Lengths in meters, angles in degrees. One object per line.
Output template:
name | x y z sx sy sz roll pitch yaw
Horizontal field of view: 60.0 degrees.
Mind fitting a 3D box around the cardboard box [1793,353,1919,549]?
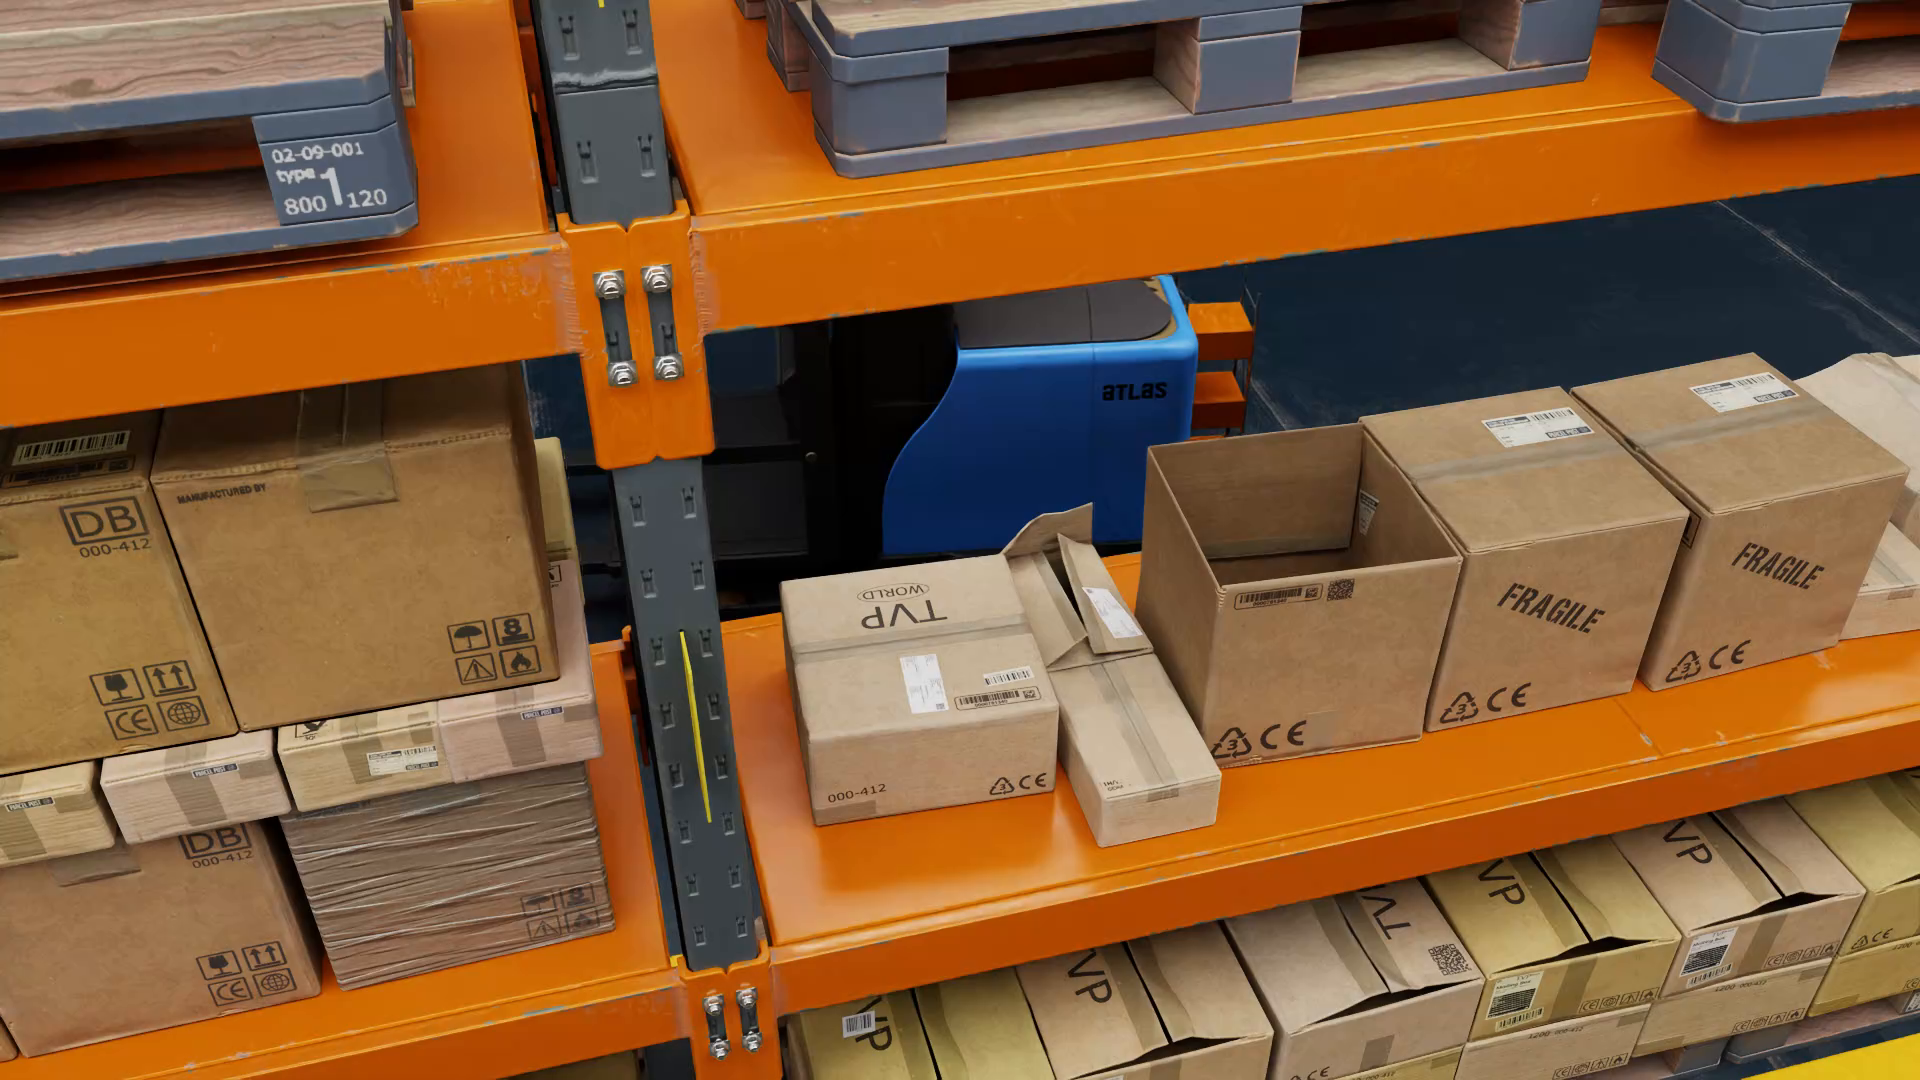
cardboard box | 2.386 -0.222 4.145 0.500 0.311 0.500 -10 38 -12

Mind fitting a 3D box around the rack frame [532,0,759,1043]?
rack frame | -0.561 0.348 3.327 0.127 3.000 1.000 -9 38 -12

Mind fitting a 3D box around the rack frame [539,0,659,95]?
rack frame | -0.561 -2.035 1.504 0.127 3.000 1.000 -9 38 -12

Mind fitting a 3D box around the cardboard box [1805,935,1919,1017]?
cardboard box | 2.359 0.950 4.457 0.500 0.250 0.500 -10 38 -12

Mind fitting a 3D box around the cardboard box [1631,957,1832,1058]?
cardboard box | 1.873 1.027 4.355 0.500 0.250 0.500 -8 38 -11

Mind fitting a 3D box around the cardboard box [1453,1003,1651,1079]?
cardboard box | 1.377 1.111 4.247 0.500 0.250 0.500 -9 38 -11

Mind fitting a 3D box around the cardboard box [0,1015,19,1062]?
cardboard box | -1.981 0.547 2.984 0.500 0.500 0.700 -9 38 -11

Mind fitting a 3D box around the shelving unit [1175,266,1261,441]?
shelving unit | 0.880 -0.465 5.994 0.252 1.050 0.215 -3 38 -4

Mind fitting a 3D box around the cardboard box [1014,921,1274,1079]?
cardboard box | 0.387 1.055 3.858 0.500 0.311 0.500 -10 38 -12

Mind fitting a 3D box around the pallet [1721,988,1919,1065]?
pallet | 2.496 0.929 4.862 1.213 0.211 1.003 -9 38 -12

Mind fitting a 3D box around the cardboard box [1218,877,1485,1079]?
cardboard box | 0.887 0.972 3.966 0.500 0.311 0.500 -11 39 -13

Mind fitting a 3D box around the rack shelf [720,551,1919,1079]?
rack shelf | 1.370 0.317 3.959 4.000 0.370 1.077 -9 38 -12

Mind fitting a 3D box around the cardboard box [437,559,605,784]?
cardboard box | -0.768 0.219 2.879 0.250 0.149 0.380 -9 38 -12

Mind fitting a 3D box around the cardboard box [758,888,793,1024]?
cardboard box | -0.236 1.037 4.343 0.500 0.250 0.500 -10 38 -12

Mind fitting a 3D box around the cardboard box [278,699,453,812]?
cardboard box | -1.007 0.257 2.829 0.250 0.149 0.380 -10 39 -13

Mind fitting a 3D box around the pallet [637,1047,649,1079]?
pallet | -1.340 1.557 4.041 1.213 0.211 1.003 -9 38 -12

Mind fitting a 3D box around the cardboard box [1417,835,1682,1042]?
cardboard box | 1.387 0.887 4.078 0.500 0.311 0.500 -8 38 -11

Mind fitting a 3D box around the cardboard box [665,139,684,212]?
cardboard box | -1.150 -1.866 7.915 0.500 0.500 0.700 -8 38 -10

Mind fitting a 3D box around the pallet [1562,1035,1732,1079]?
pallet | 1.320 1.120 4.612 1.213 0.211 1.003 -9 38 -12

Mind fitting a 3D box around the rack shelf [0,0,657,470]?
rack shelf | -2.492 -0.241 2.220 4.000 0.370 1.077 -9 38 -12

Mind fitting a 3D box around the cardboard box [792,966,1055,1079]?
cardboard box | -0.097 1.131 3.759 0.500 0.311 0.500 -9 38 -12

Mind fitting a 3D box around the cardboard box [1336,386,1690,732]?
cardboard box | 1.177 0.033 3.656 0.500 0.500 0.500 -9 38 -12

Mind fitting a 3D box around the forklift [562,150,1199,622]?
forklift | -0.762 -1.148 5.338 3.031 2.935 1.130 -3 38 -4

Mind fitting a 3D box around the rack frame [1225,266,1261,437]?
rack frame | 1.002 -0.472 6.003 0.008 1.050 0.200 -3 38 -4

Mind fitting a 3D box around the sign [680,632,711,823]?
sign | -0.415 0.298 2.614 0.005 0.325 0.100 -9 38 -12

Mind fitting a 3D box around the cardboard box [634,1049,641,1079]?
cardboard box | -1.088 1.169 4.171 0.500 0.250 0.500 -9 38 -12

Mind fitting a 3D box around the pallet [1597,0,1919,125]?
pallet | 1.590 -1.063 2.858 1.213 0.211 1.003 -8 38 -10

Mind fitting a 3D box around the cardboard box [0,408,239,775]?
cardboard box | -1.475 -0.052 2.700 0.500 0.500 0.700 -9 38 -12

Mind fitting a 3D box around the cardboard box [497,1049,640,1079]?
cardboard box | -0.952 1.475 3.771 0.500 0.250 0.500 -9 38 -12

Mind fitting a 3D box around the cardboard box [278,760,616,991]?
cardboard box | -0.988 0.382 3.199 0.500 0.500 0.700 -10 39 -13

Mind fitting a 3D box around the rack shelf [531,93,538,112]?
rack shelf | -3.787 -1.955 6.929 4.000 0.370 1.077 -9 38 -12

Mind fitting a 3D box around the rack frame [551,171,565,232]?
rack frame | -1.856 -2.557 7.124 0.127 3.000 1.000 -9 38 -12

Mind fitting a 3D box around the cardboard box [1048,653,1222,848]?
cardboard box | 0.348 0.427 3.430 0.250 0.149 0.380 -9 38 -12

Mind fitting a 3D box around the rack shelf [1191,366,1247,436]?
rack shelf | 0.880 -0.456 6.000 0.240 0.259 0.215 -3 38 -4

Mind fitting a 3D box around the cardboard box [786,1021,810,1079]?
cardboard box | -0.107 1.354 3.928 0.500 0.250 0.500 -10 39 -13

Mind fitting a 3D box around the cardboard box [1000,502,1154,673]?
cardboard box | 0.240 0.154 3.690 0.258 0.266 0.396 -10 39 -13

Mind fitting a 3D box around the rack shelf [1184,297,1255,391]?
rack shelf | 0.880 -0.682 5.828 0.240 0.259 0.215 -3 38 -4

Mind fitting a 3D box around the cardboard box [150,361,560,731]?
cardboard box | -0.988 -0.133 2.805 0.500 0.500 0.700 -9 38 -12

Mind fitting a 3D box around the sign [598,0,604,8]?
sign | -0.415 -0.755 1.809 0.005 0.325 0.100 -9 38 -12

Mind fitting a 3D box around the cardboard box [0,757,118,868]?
cardboard box | -1.513 0.342 2.718 0.250 0.149 0.380 -9 38 -12

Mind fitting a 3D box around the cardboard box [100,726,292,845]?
cardboard box | -1.259 0.300 2.773 0.250 0.149 0.380 -10 39 -13

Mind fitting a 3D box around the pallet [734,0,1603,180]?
pallet | 0.287 -0.915 2.666 1.217 0.209 0.805 -11 39 -14

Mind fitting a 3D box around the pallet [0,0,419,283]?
pallet | -1.378 -0.658 2.246 1.213 0.211 1.003 -9 38 -12

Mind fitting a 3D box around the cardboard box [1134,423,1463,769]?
cardboard box | 0.693 0.112 3.552 0.500 0.500 0.500 -7 38 -9

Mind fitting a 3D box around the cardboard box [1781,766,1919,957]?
cardboard box | 2.359 0.730 4.282 0.500 0.311 0.500 -10 39 -13

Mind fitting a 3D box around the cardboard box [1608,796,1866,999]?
cardboard box | 1.871 0.809 4.180 0.500 0.311 0.500 -10 38 -12

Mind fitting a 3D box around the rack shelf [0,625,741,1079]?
rack shelf | -2.492 0.950 3.131 4.000 0.370 1.077 -9 38 -12

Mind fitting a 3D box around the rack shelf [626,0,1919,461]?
rack shelf | 1.370 -0.875 3.048 4.000 0.370 1.077 -9 38 -12

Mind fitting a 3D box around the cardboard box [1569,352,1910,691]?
cardboard box | 1.685 -0.050 3.765 0.500 0.500 0.500 -11 39 -14

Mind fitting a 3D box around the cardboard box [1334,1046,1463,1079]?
cardboard box | 0.886 1.191 4.142 0.500 0.250 0.500 -10 39 -13

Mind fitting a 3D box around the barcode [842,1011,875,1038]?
barcode | -0.206 0.988 3.394 0.075 0.075 0.001 -9 38 -12

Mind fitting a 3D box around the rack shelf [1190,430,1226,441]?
rack shelf | 0.880 -0.236 6.169 0.240 0.259 0.215 -3 38 -4

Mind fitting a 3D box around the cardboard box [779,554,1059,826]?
cardboard box | -0.097 0.304 3.508 0.500 0.250 0.500 -7 38 -9

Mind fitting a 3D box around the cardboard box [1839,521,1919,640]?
cardboard box | 2.084 0.049 3.924 0.250 0.149 0.380 -7 38 -9

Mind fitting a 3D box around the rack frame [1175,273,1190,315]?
rack frame | 0.759 -0.458 5.984 0.008 1.050 0.200 -3 38 -4

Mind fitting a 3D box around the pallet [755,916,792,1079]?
pallet | 0.140 1.316 4.356 1.213 0.211 1.003 -9 38 -12

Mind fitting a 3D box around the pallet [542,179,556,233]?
pallet | -2.495 -1.323 7.805 1.213 0.211 1.003 -9 38 -12

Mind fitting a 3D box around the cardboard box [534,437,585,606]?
cardboard box | -0.871 -0.021 3.192 0.250 0.149 0.380 -9 38 -12

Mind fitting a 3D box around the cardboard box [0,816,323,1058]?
cardboard box | -1.495 0.469 3.085 0.500 0.500 0.700 -10 38 -12
